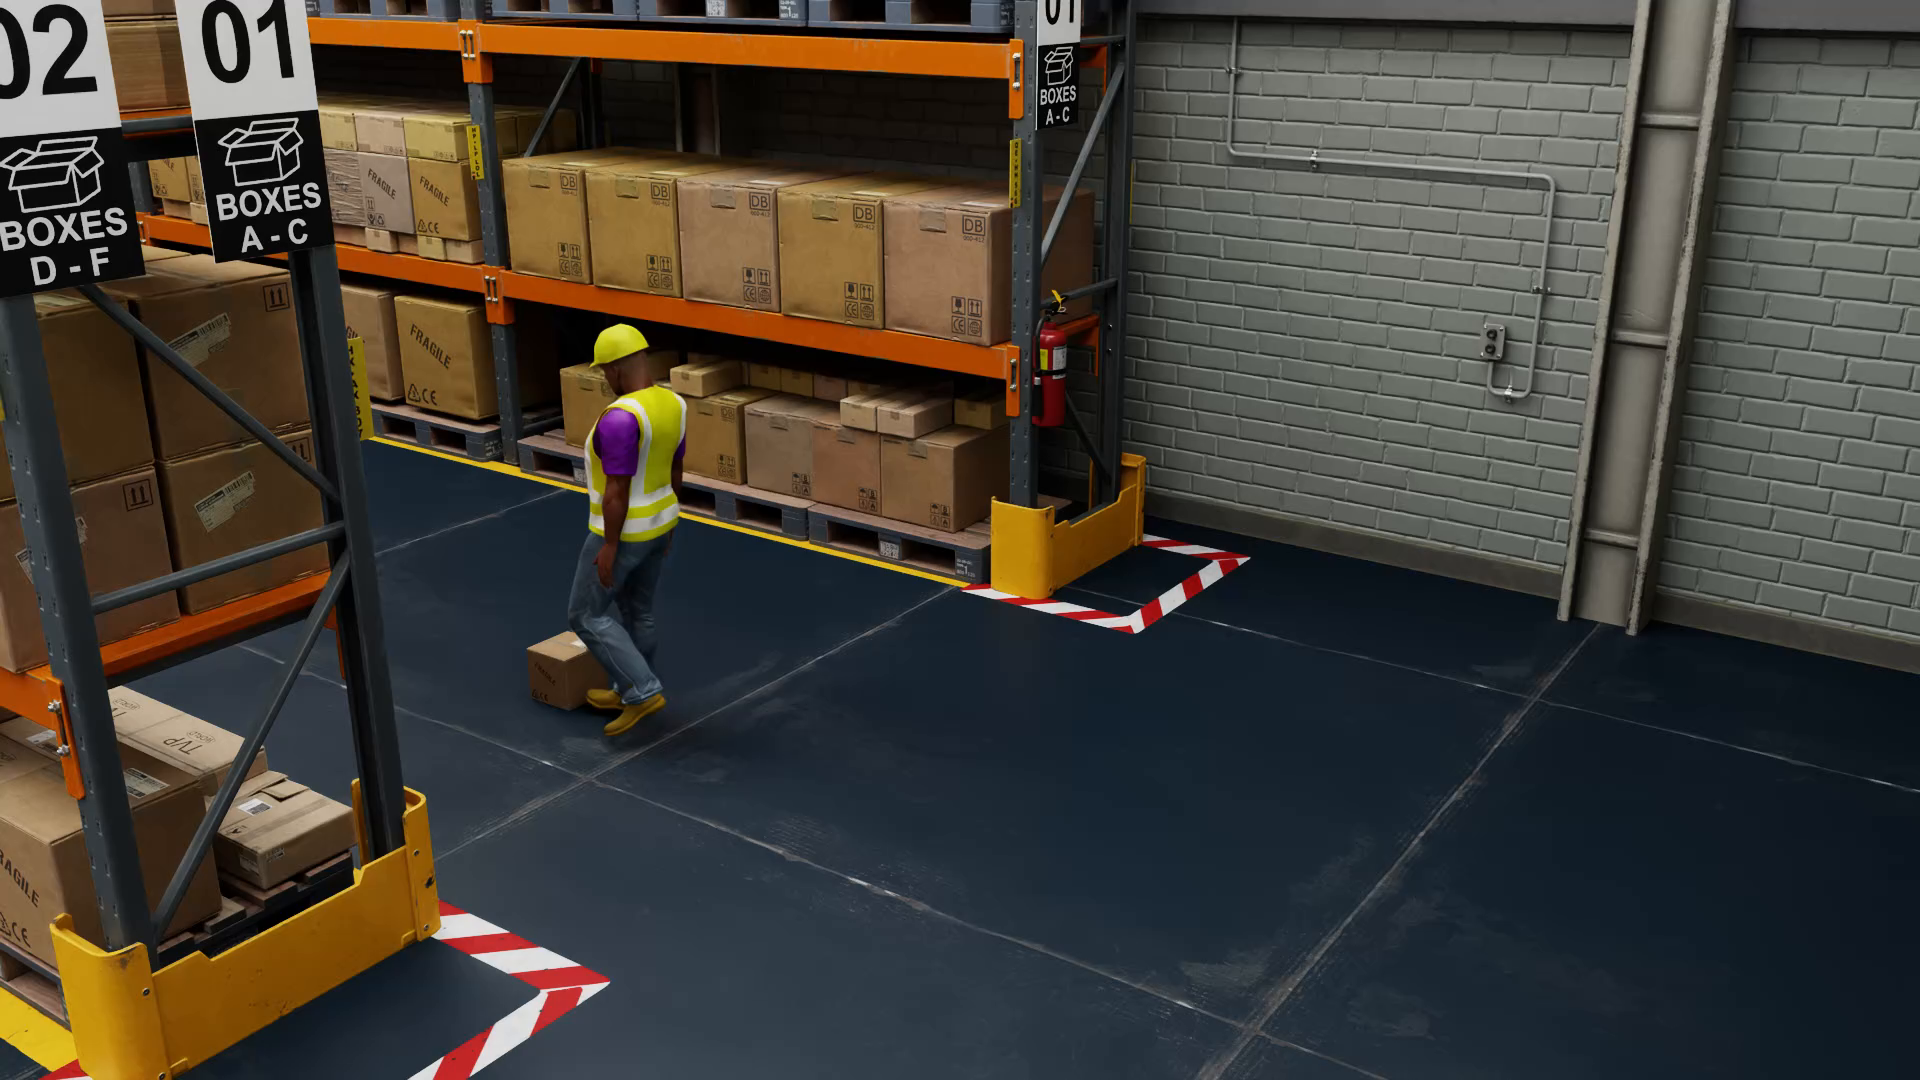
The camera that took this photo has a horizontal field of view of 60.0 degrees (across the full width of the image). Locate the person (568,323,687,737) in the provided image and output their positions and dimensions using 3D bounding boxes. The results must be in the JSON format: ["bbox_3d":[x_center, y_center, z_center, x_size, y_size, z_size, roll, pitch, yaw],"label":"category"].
[{"bbox_3d":[-1.457,-0.050,7.112,0.532,1.763,0.611,7,21,19],"label":"person"}]
